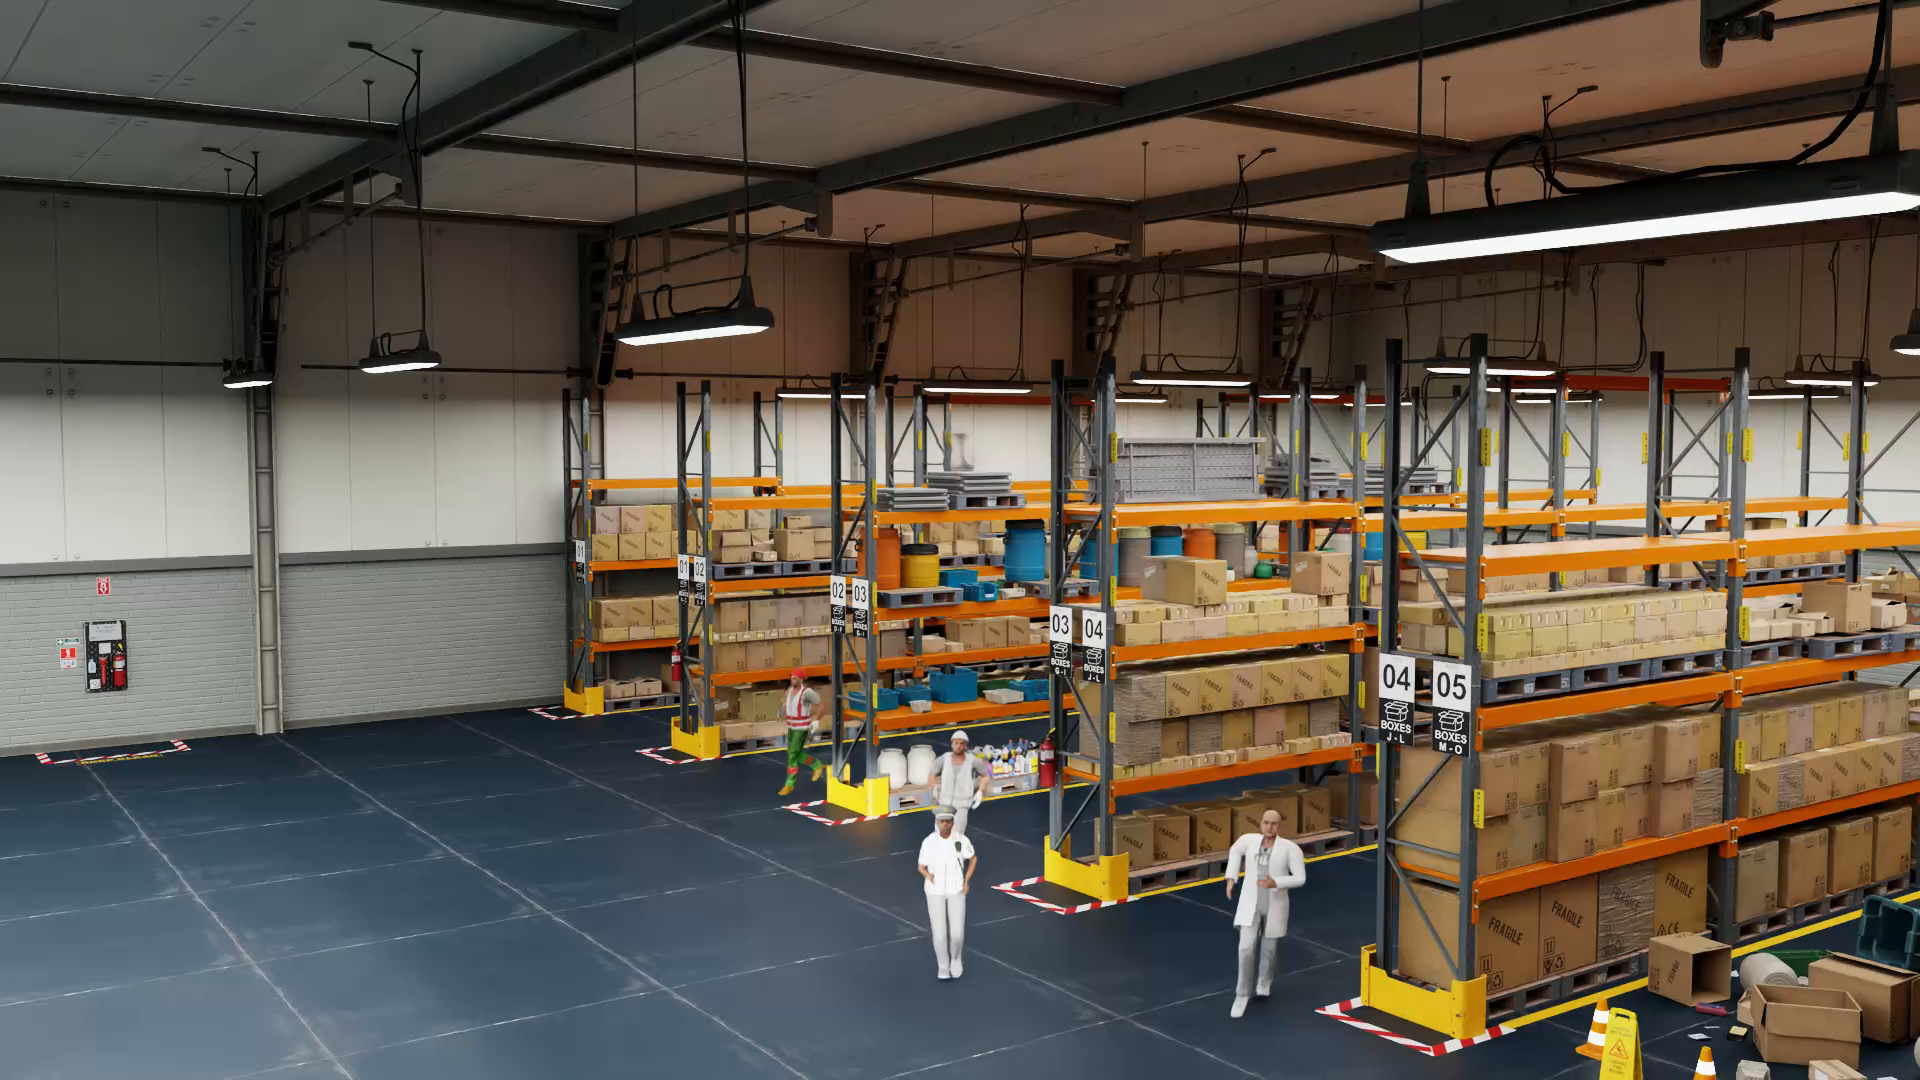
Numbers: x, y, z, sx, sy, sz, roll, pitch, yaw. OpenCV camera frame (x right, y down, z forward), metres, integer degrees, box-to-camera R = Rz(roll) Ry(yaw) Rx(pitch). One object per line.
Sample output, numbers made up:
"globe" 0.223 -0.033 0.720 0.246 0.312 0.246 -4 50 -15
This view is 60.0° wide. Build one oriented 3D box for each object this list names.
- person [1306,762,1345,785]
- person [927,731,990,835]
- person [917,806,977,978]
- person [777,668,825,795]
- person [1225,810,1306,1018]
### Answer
"person" 5.058 2.812 23.288 0.915 1.699 0.667 -3 4 -34
"person" -0.049 3.057 19.020 0.686 1.782 0.694 1 4 16
"person" -0.146 3.321 15.603 0.513 1.663 0.572 0 4 1
"person" -2.312 2.738 24.069 0.913 1.786 0.695 -4 5 -45
"person" 2.742 3.323 14.964 0.729 1.829 0.772 1 4 15
